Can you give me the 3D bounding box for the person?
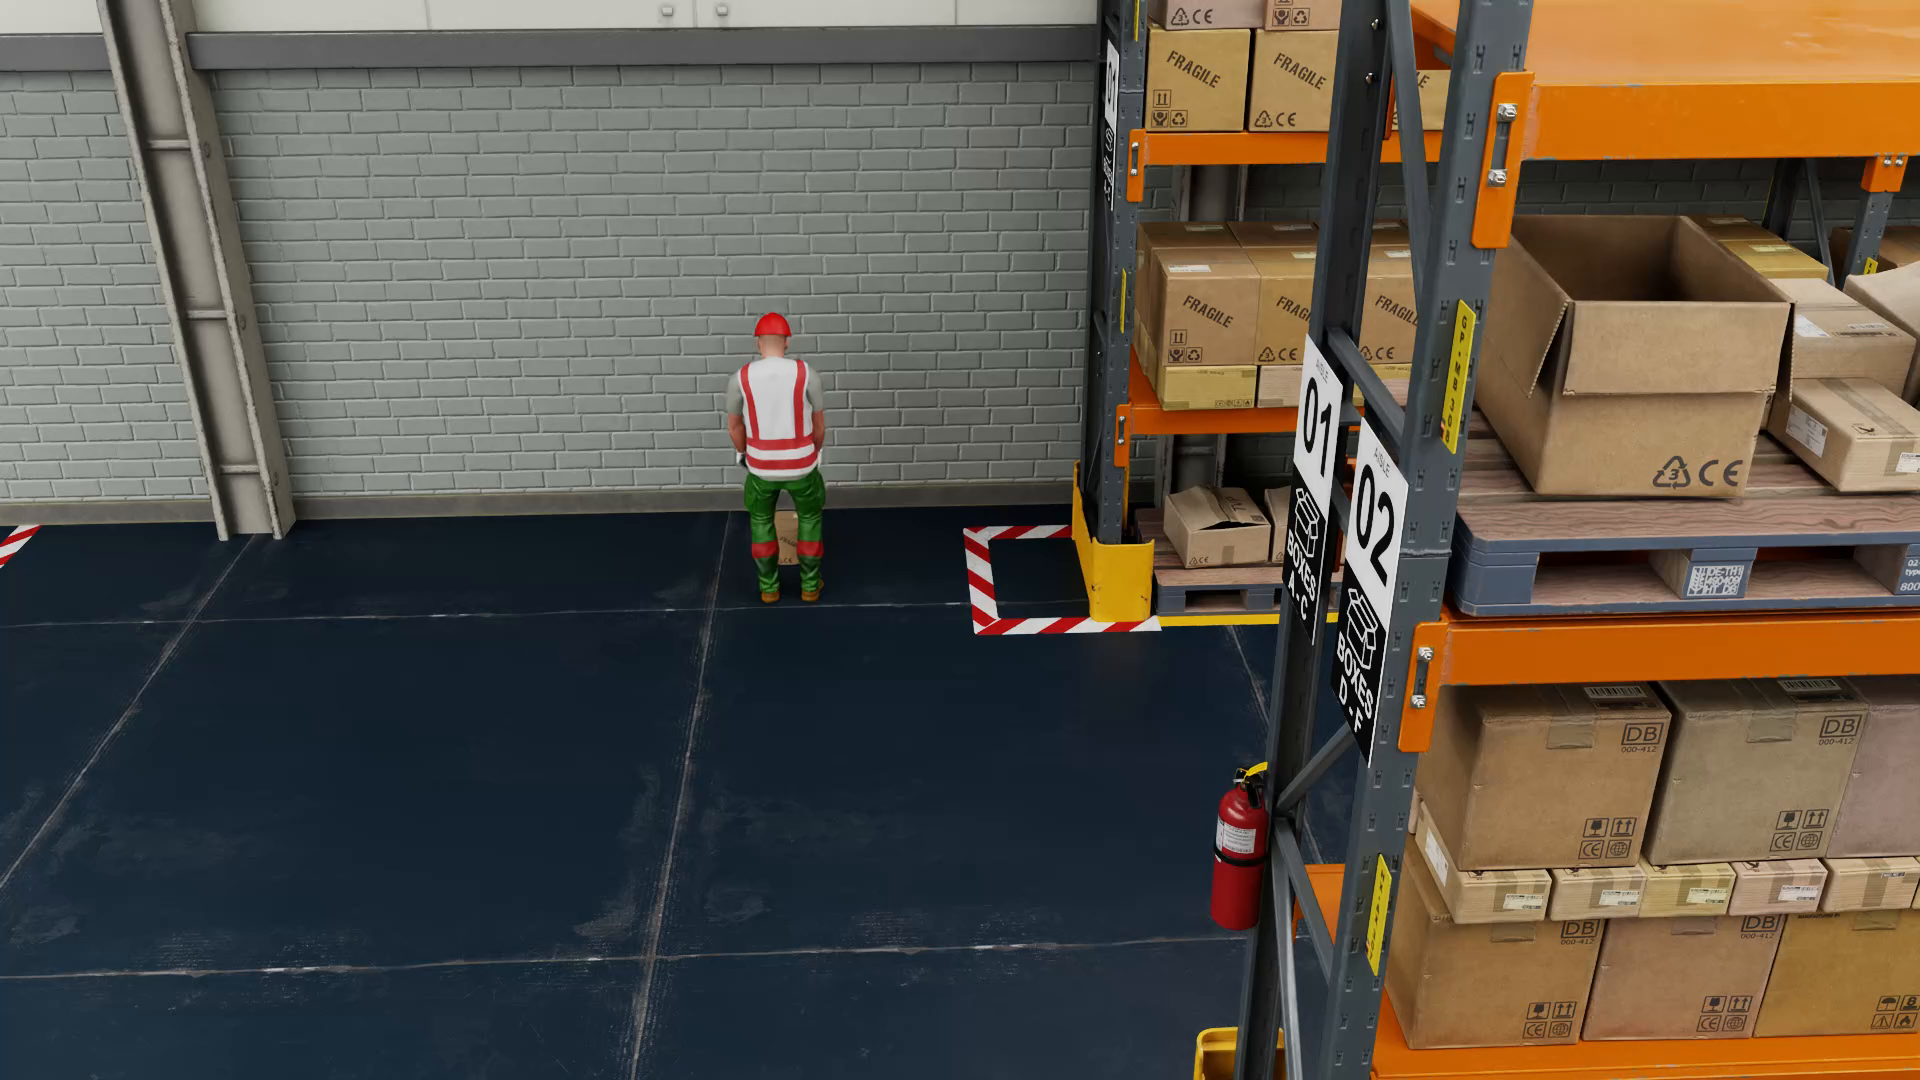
[{"bbox_3d":[-1.043,-0.456,9.562,0.551,1.712,0.496,-1,27,-1],"label":"person"}]
